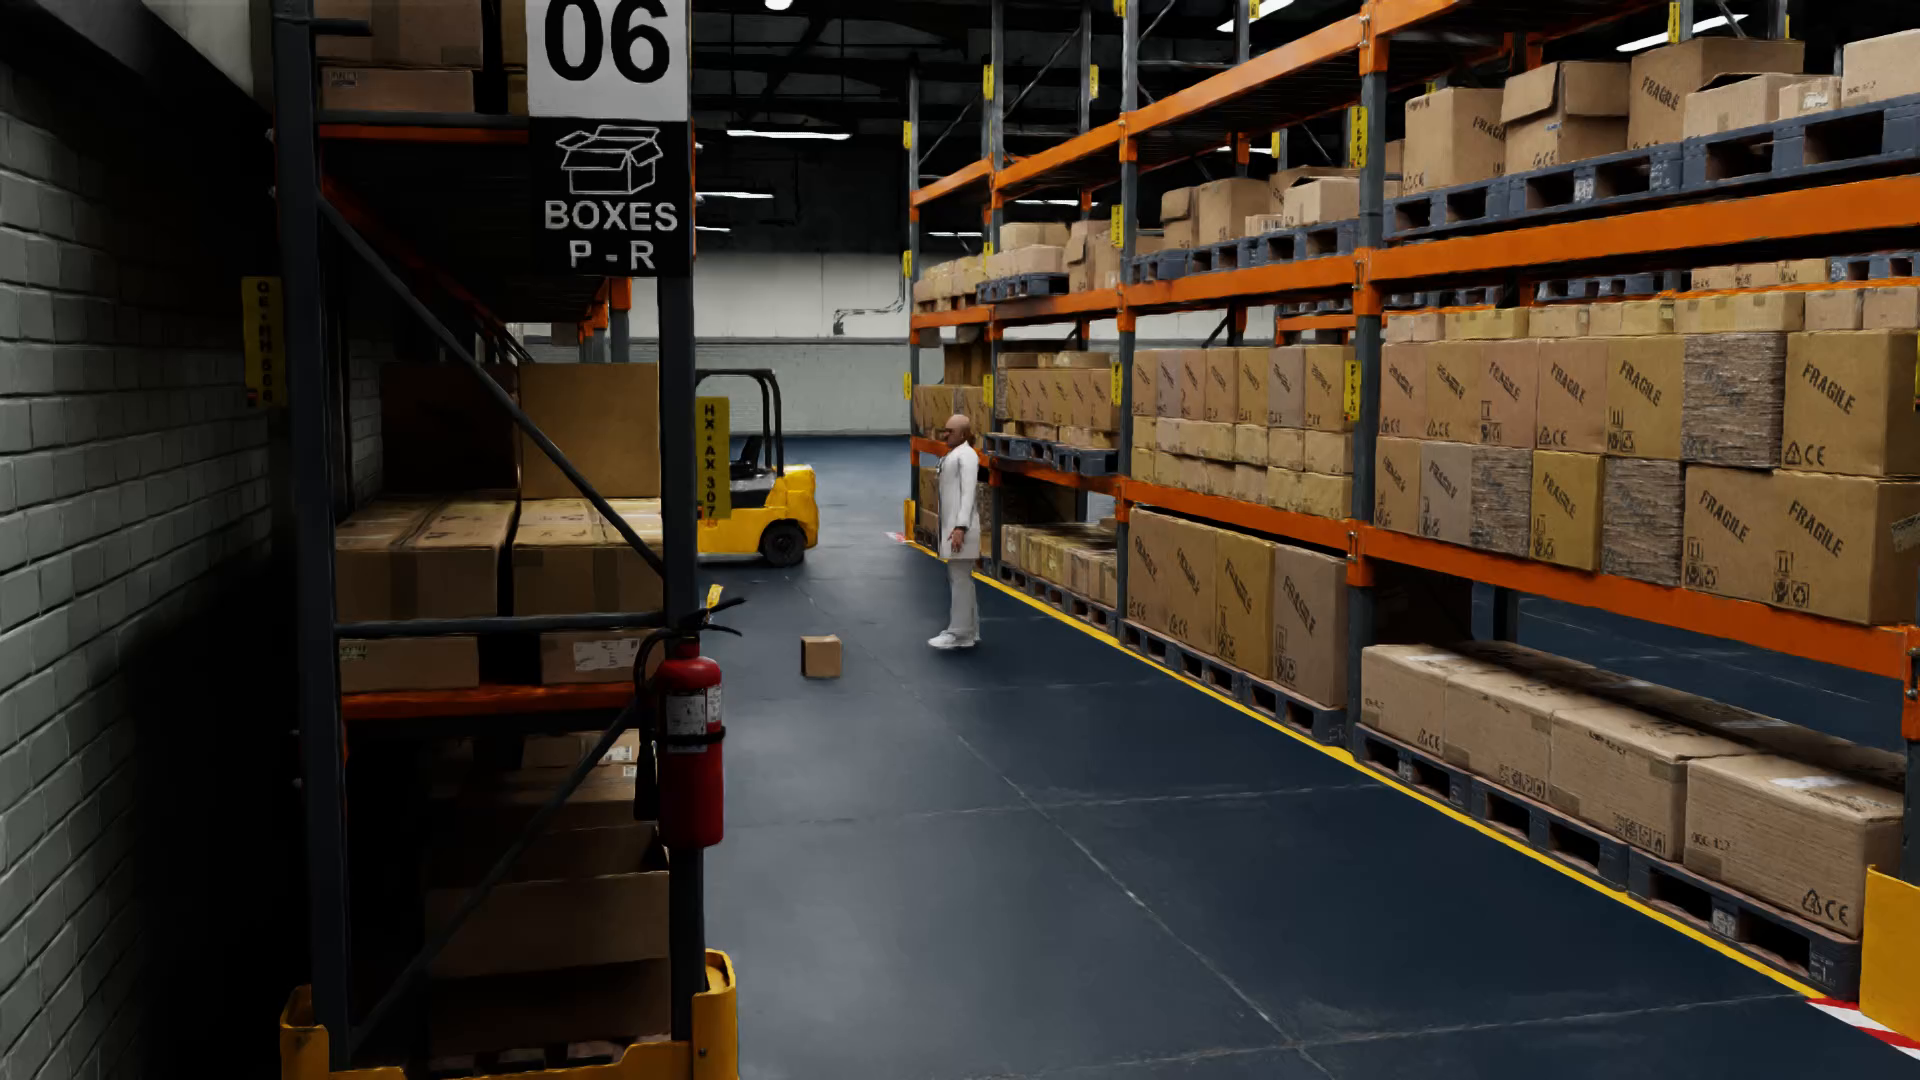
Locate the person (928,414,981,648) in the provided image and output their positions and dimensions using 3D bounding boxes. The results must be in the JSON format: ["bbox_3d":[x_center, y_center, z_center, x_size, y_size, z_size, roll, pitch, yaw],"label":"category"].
[{"bbox_3d":[-0.048,-0.021,12.792,0.462,1.670,0.681,-1,6,-10],"label":"person"}]
